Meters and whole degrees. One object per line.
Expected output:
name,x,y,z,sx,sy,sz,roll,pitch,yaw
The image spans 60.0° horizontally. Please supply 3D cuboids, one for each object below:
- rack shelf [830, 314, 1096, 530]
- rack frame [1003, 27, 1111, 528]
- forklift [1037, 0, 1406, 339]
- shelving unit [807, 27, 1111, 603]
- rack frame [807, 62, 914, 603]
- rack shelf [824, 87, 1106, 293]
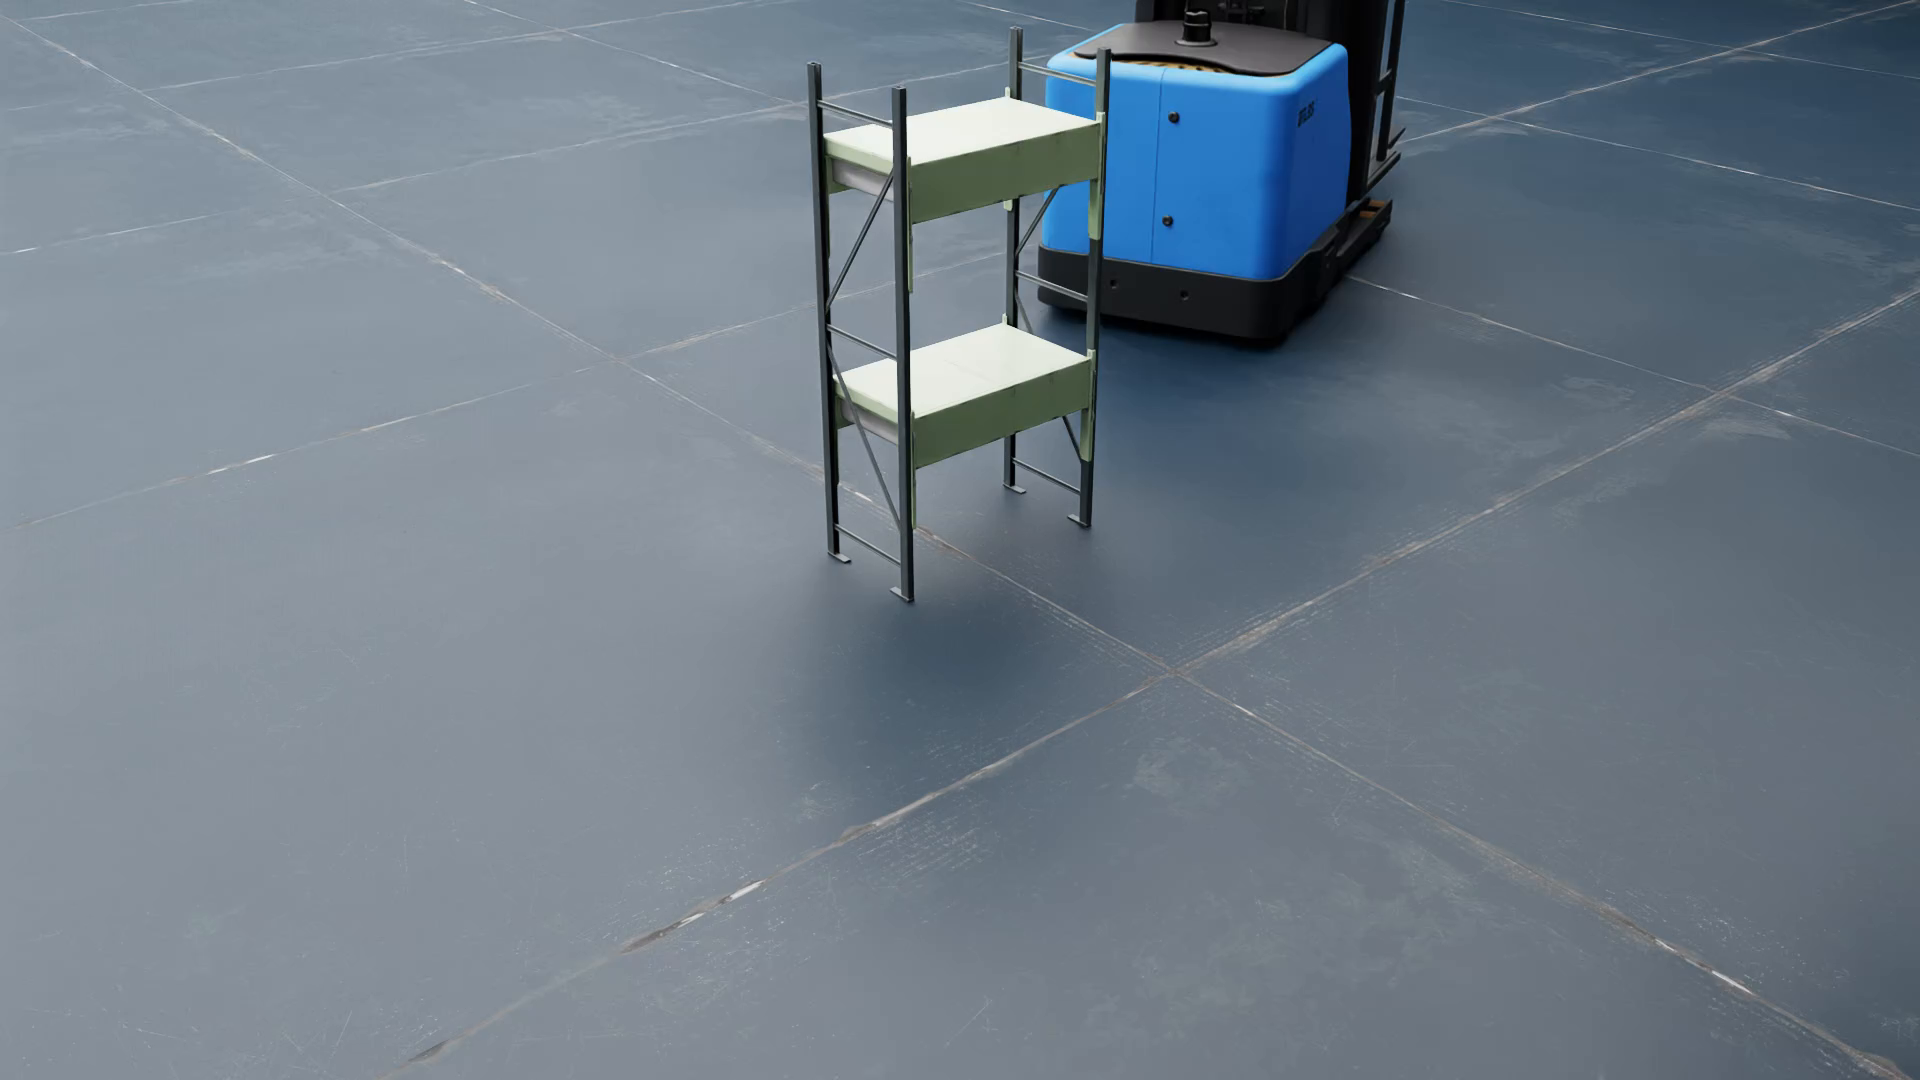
rack shelf,0.005,-0.376,5.054,0.720,0.370,0.431,-22,35,-35
rack frame,0.284,-0.775,5.110,0.023,1.500,0.400,-22,35,-35
forklift,1.427,-2.759,7.302,1.130,2.935,3.031,13,31,23
shelving unit,0.005,-0.664,4.900,0.755,1.500,0.431,-22,35,-35
rack frame,-0.273,-0.552,4.691,0.023,1.500,0.400,-22,35,-35
rack shelf,0.005,-1.008,4.716,0.720,0.370,0.431,-22,35,-35
